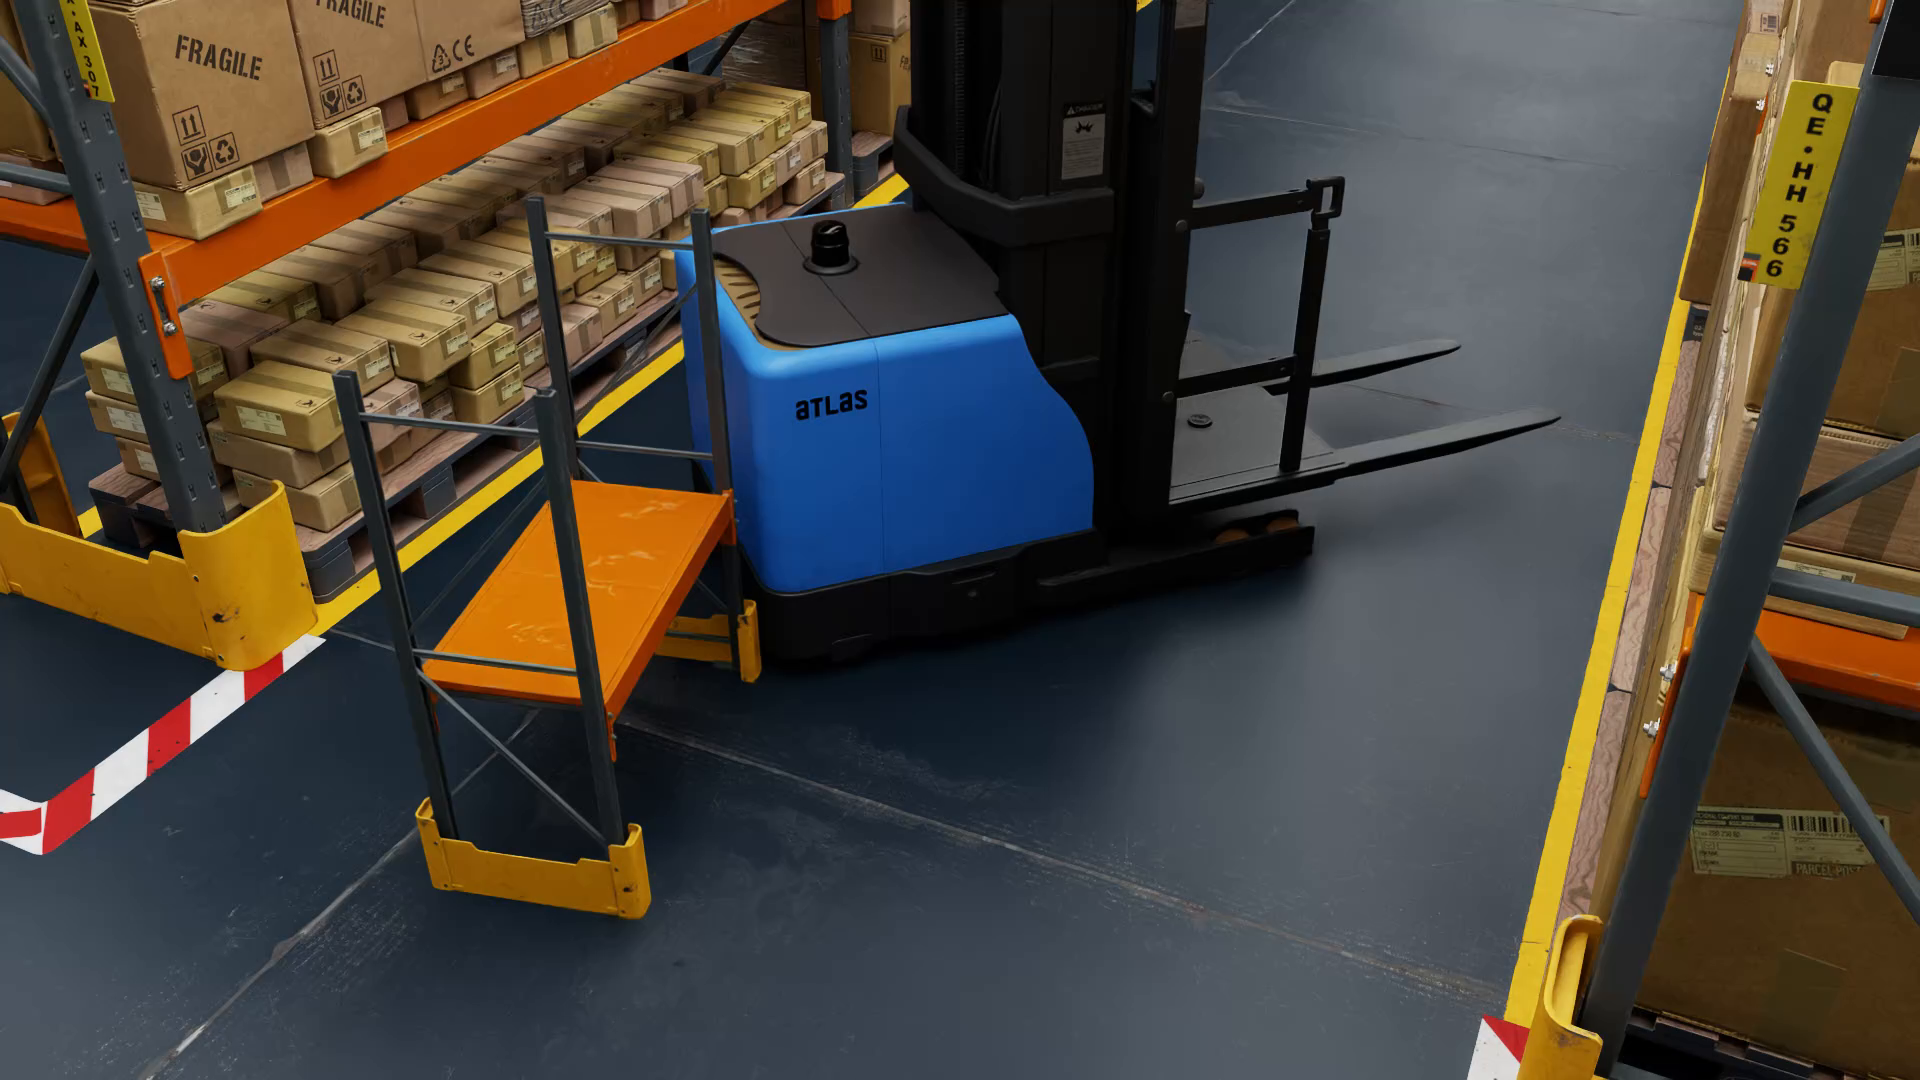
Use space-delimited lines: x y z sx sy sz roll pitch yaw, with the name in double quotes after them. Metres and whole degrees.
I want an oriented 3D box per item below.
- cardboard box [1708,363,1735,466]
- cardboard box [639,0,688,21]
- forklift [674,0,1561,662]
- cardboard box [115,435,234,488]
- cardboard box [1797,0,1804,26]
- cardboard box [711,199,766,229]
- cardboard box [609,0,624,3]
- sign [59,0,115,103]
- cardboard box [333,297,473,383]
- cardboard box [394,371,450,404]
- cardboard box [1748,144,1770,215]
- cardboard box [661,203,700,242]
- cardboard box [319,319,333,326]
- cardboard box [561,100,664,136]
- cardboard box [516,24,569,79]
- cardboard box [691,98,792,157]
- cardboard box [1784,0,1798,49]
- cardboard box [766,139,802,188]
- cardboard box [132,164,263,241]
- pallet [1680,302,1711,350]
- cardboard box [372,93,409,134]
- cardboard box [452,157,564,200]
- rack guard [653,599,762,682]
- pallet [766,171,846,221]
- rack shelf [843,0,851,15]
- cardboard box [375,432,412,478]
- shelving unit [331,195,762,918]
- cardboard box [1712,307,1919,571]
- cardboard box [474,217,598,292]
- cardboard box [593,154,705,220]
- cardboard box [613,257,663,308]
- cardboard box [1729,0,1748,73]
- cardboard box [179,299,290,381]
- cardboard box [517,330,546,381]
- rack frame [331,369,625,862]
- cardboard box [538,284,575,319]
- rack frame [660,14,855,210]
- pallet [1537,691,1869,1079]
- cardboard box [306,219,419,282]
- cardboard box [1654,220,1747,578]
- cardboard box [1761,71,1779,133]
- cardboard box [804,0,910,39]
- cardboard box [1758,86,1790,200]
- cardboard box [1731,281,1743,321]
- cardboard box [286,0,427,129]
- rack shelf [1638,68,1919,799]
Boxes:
1.847 -0.233 3.598 0.380 0.149 0.250 14 36 21 "cardboard box"
-1.304 -2.171 6.555 0.380 0.149 0.250 13 35 18 "cardboard box"
0.651 -1.353 5.141 3.031 2.935 1.130 -12 35 -18 "forklift"
-2.648 -0.311 5.706 0.380 0.149 0.250 15 36 21 "cardboard box"
2.811 -1.773 4.901 0.500 0.500 0.500 14 36 20 "cardboard box"
-1.097 -1.463 7.463 0.380 0.149 0.250 13 35 19 "cardboard box"
-1.379 -2.365 6.258 0.500 0.500 0.500 14 36 20 "cardboard box"
-2.186 -1.255 4.139 0.100 0.325 0.005 14 36 20 "sign"
-1.924 -0.694 5.747 0.380 0.149 0.250 14 36 20 "cardboard box"
-2.039 -0.593 5.865 0.380 0.149 0.250 15 36 21 "cardboard box"
2.489 -1.000 4.768 0.380 0.149 0.250 15 36 21 "cardboard box"
-1.330 -1.379 7.063 0.380 0.149 0.250 15 36 22 "cardboard box"
-2.502 -0.713 6.047 0.380 0.149 0.250 13 35 19 "cardboard box"
-1.568 -1.857 7.521 0.380 0.149 0.250 14 36 20 "cardboard box"
-1.640 -1.787 5.969 0.380 0.149 0.250 16 36 22 "cardboard box"
-0.989 -1.869 7.539 0.380 0.149 0.250 15 36 21 "cardboard box"
3.023 -1.709 5.487 0.500 0.250 0.500 14 36 20 "cardboard box"
-0.951 -1.750 7.629 0.380 0.149 0.250 12 35 18 "cardboard box"
-2.246 -0.999 4.767 0.380 0.149 0.250 14 36 20 "cardboard box"
3.711 -1.057 7.170 1.003 0.211 1.213 14 36 20 "pallet"
-2.032 -1.417 5.405 0.380 0.149 0.250 16 36 23 "cardboard box"
-1.876 -1.459 6.914 0.380 0.149 0.250 13 35 19 "cardboard box"
-0.905 0.280 5.095 0.587 0.250 0.087 6 34 9 "rack guard"
-1.254 -1.501 7.847 1.003 0.211 1.213 14 36 20 "pallet"
-0.169 -3.705 9.321 1.077 0.370 4.000 14 36 20 "rack shelf"
-2.134 -0.338 5.746 0.380 0.149 0.250 14 36 20 "cardboard box"
-1.000 0.025 4.344 0.587 1.500 1.083 6 34 9 "shelving unit"
1.745 -0.193 3.175 0.500 0.250 0.500 14 36 20 "cardboard box"
-1.619 -1.093 6.355 0.380 0.149 0.250 15 36 21 "cardboard box"
-1.295 -1.476 6.939 0.380 0.149 0.250 12 35 18 "cardboard box"
-1.463 -1.090 6.893 0.380 0.149 0.250 15 36 21 "cardboard box"
4.823 -2.762 8.781 1.225 0.875 0.875 13 35 18 "cardboard box"
-2.531 -0.684 5.731 0.380 0.149 0.250 15 36 21 "cardboard box"
-1.810 -0.714 6.320 0.380 0.149 0.250 14 36 21 "cardboard box"
-1.095 0.294 3.934 0.500 1.500 0.032 6 34 9 "rack frame"
-1.732 -0.995 6.477 0.380 0.149 0.250 16 37 23 "cardboard box"
-1.006 -3.010 7.605 1.000 3.000 0.127 14 36 20 "rack frame"
2.047 0.921 4.154 1.003 0.211 1.213 14 36 20 "pallet"
-2.310 -1.103 6.371 0.380 0.149 0.250 16 36 22 "cardboard box"
2.732 -0.350 5.103 0.875 0.875 0.875 14 36 20 "cardboard box"
2.812 -1.383 5.353 0.380 0.149 0.250 15 36 22 "cardboard box"
-0.457 -2.761 8.438 0.500 0.250 0.500 13 35 18 "cardboard box"
2.385 -0.960 4.344 0.500 0.250 0.500 14 36 21 "cardboard box"
2.167 -0.616 4.182 0.380 0.149 0.250 14 36 21 "cardboard box"
-2.040 -1.616 5.117 0.500 0.500 0.500 14 36 21 "cardboard box"
2.620 -0.525 4.471 1.077 0.370 4.000 14 36 20 "rack shelf"
